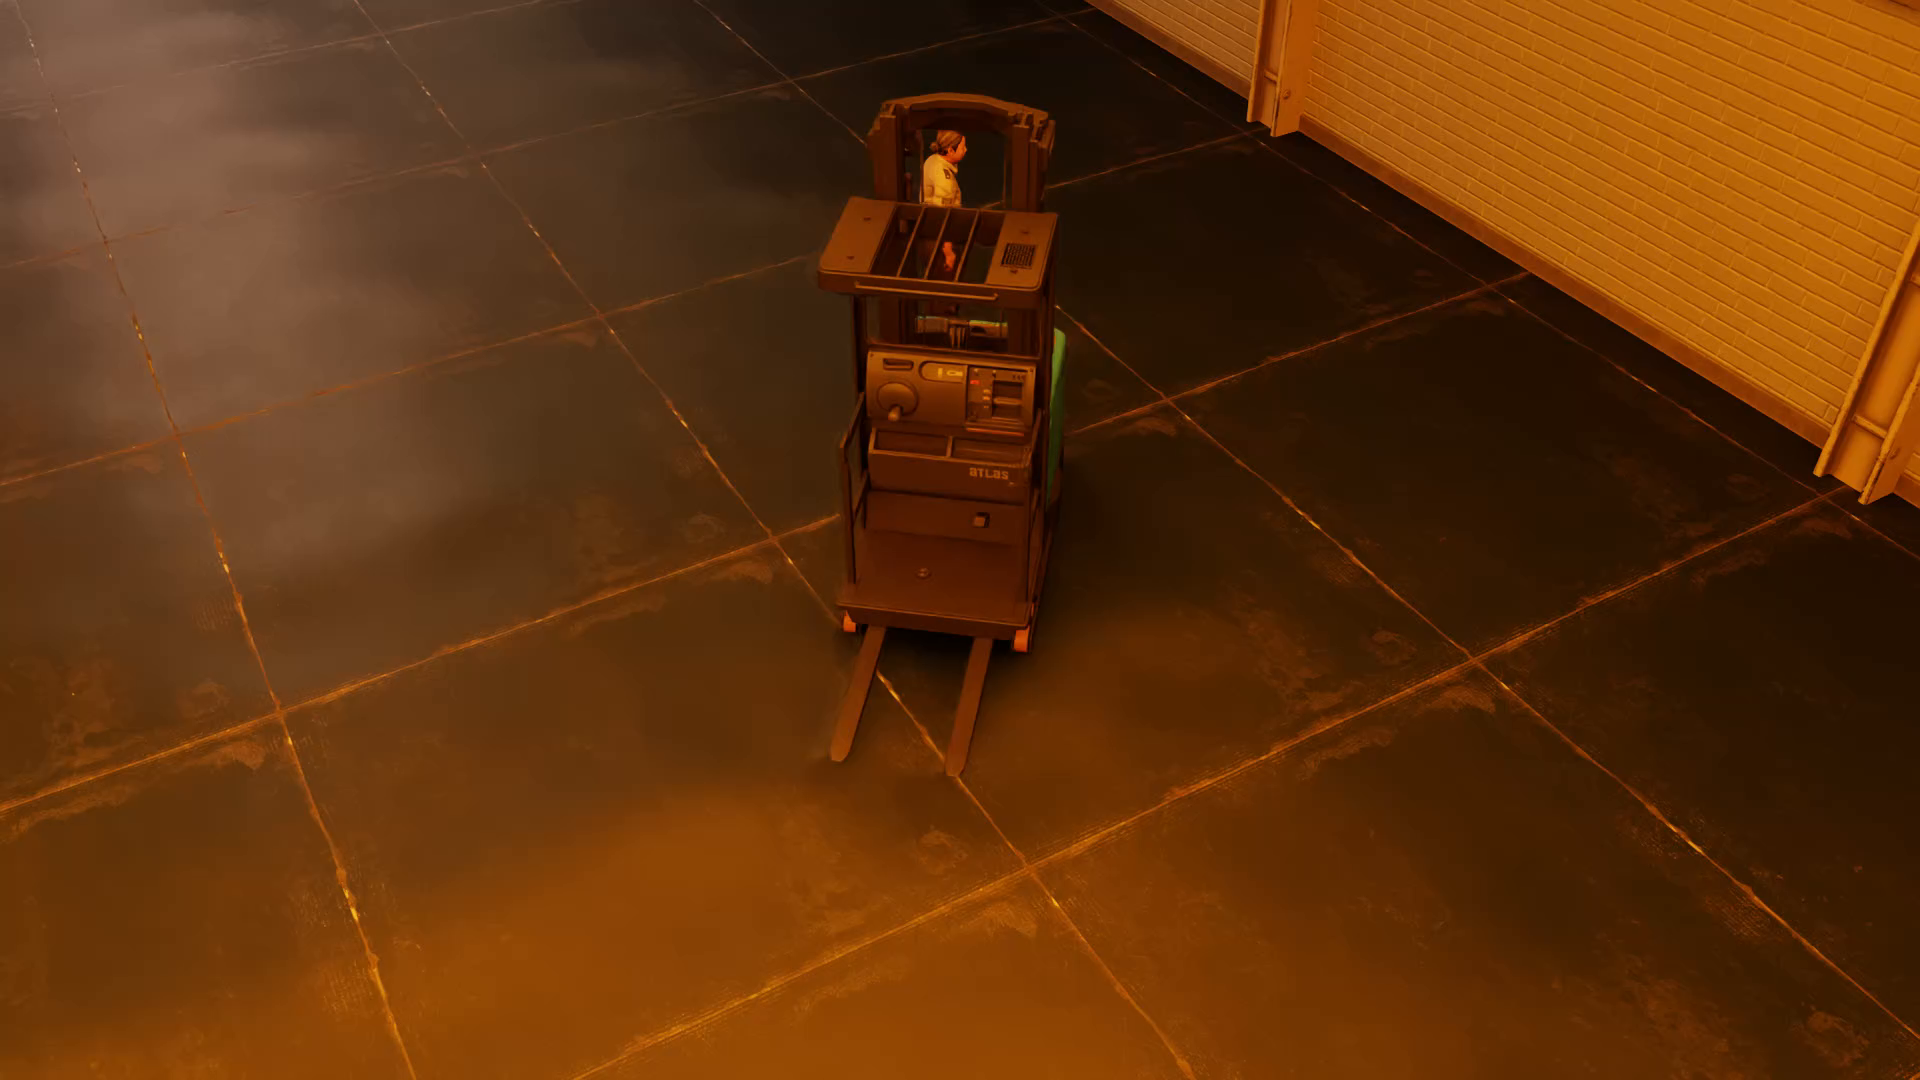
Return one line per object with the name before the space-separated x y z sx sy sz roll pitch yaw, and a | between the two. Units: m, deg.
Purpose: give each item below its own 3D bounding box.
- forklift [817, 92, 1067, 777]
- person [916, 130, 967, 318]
forklift | -0.085 -0.733 8.920 1.130 2.935 3.031 6 40 7
person | -0.124 -2.078 11.546 0.369 1.650 0.557 -5 40 -6
